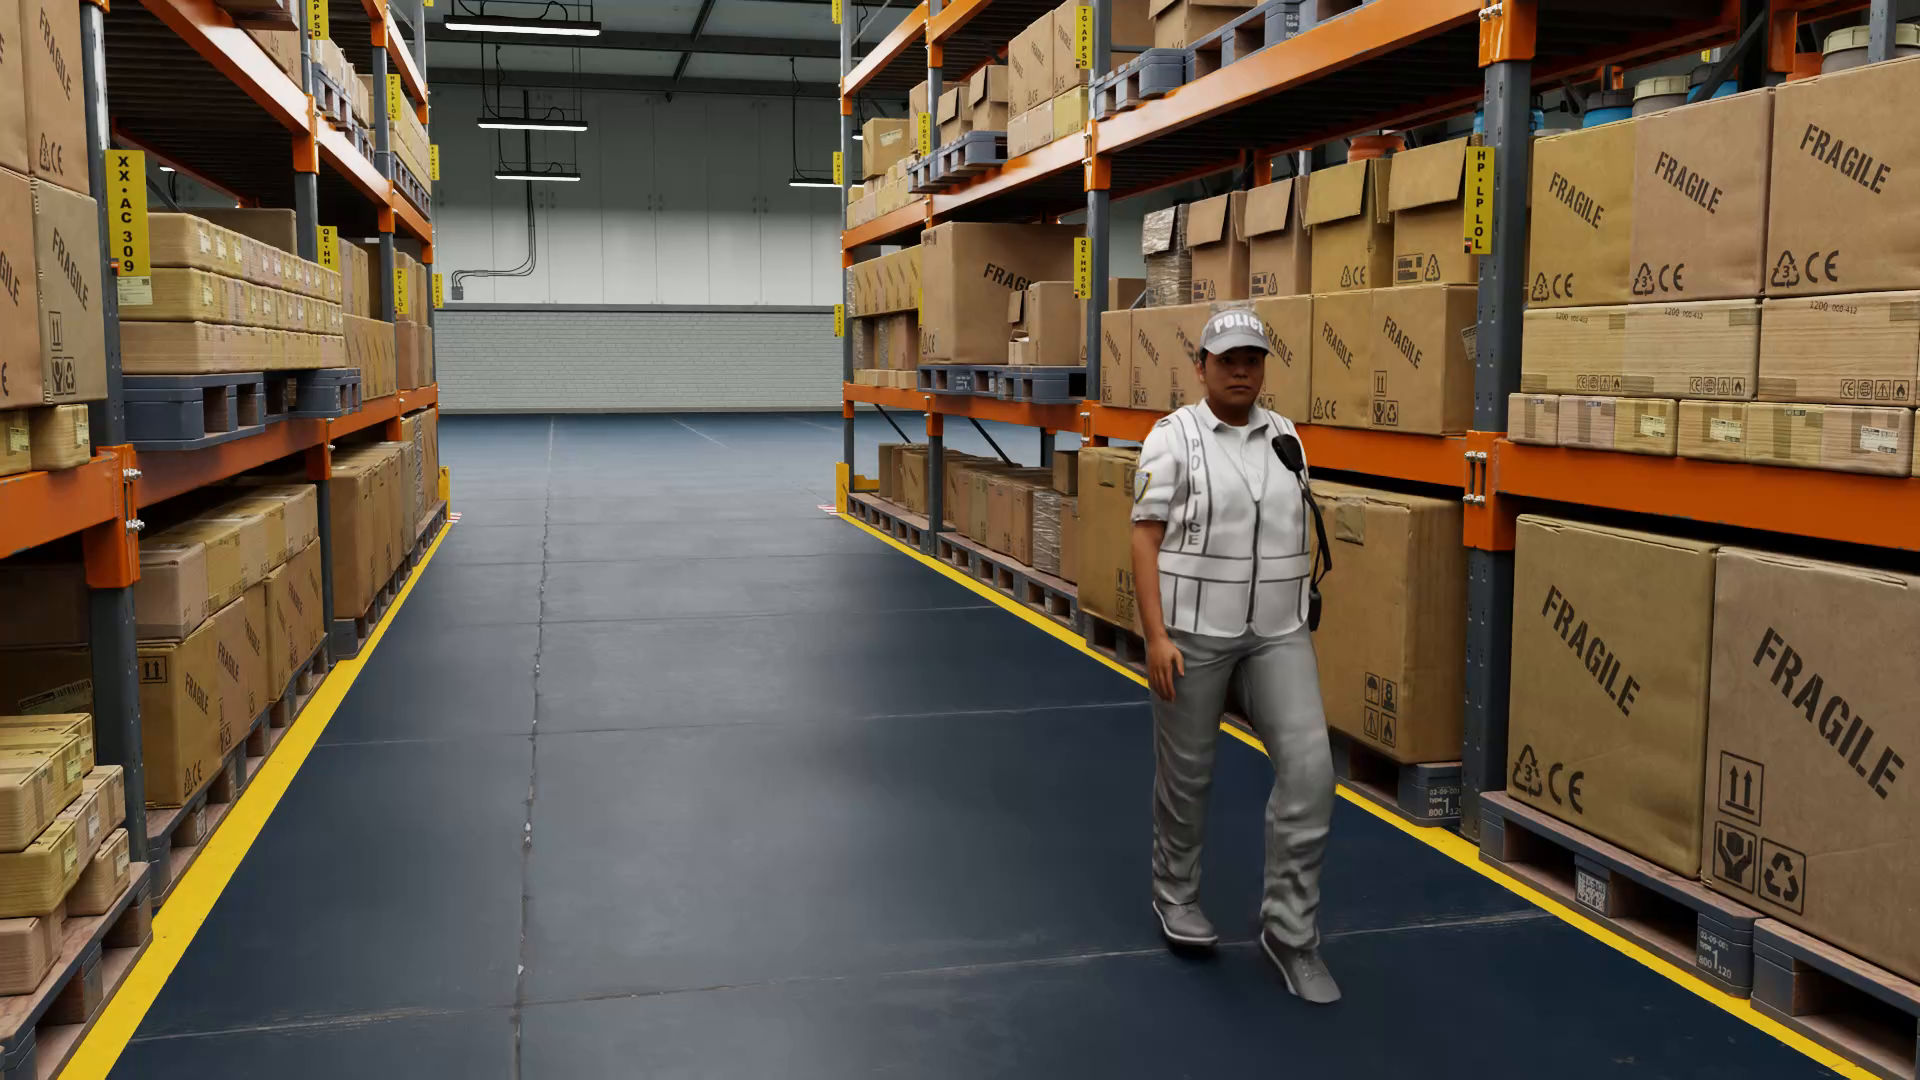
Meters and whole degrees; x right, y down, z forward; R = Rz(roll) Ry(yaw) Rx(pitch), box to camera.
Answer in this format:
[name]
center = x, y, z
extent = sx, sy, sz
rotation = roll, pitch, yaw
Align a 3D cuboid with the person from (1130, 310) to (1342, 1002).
[person]
center = 0.687, 0.288, 4.213
extent = 0.512, 1.730, 0.630
rotation = -1, 6, -10
